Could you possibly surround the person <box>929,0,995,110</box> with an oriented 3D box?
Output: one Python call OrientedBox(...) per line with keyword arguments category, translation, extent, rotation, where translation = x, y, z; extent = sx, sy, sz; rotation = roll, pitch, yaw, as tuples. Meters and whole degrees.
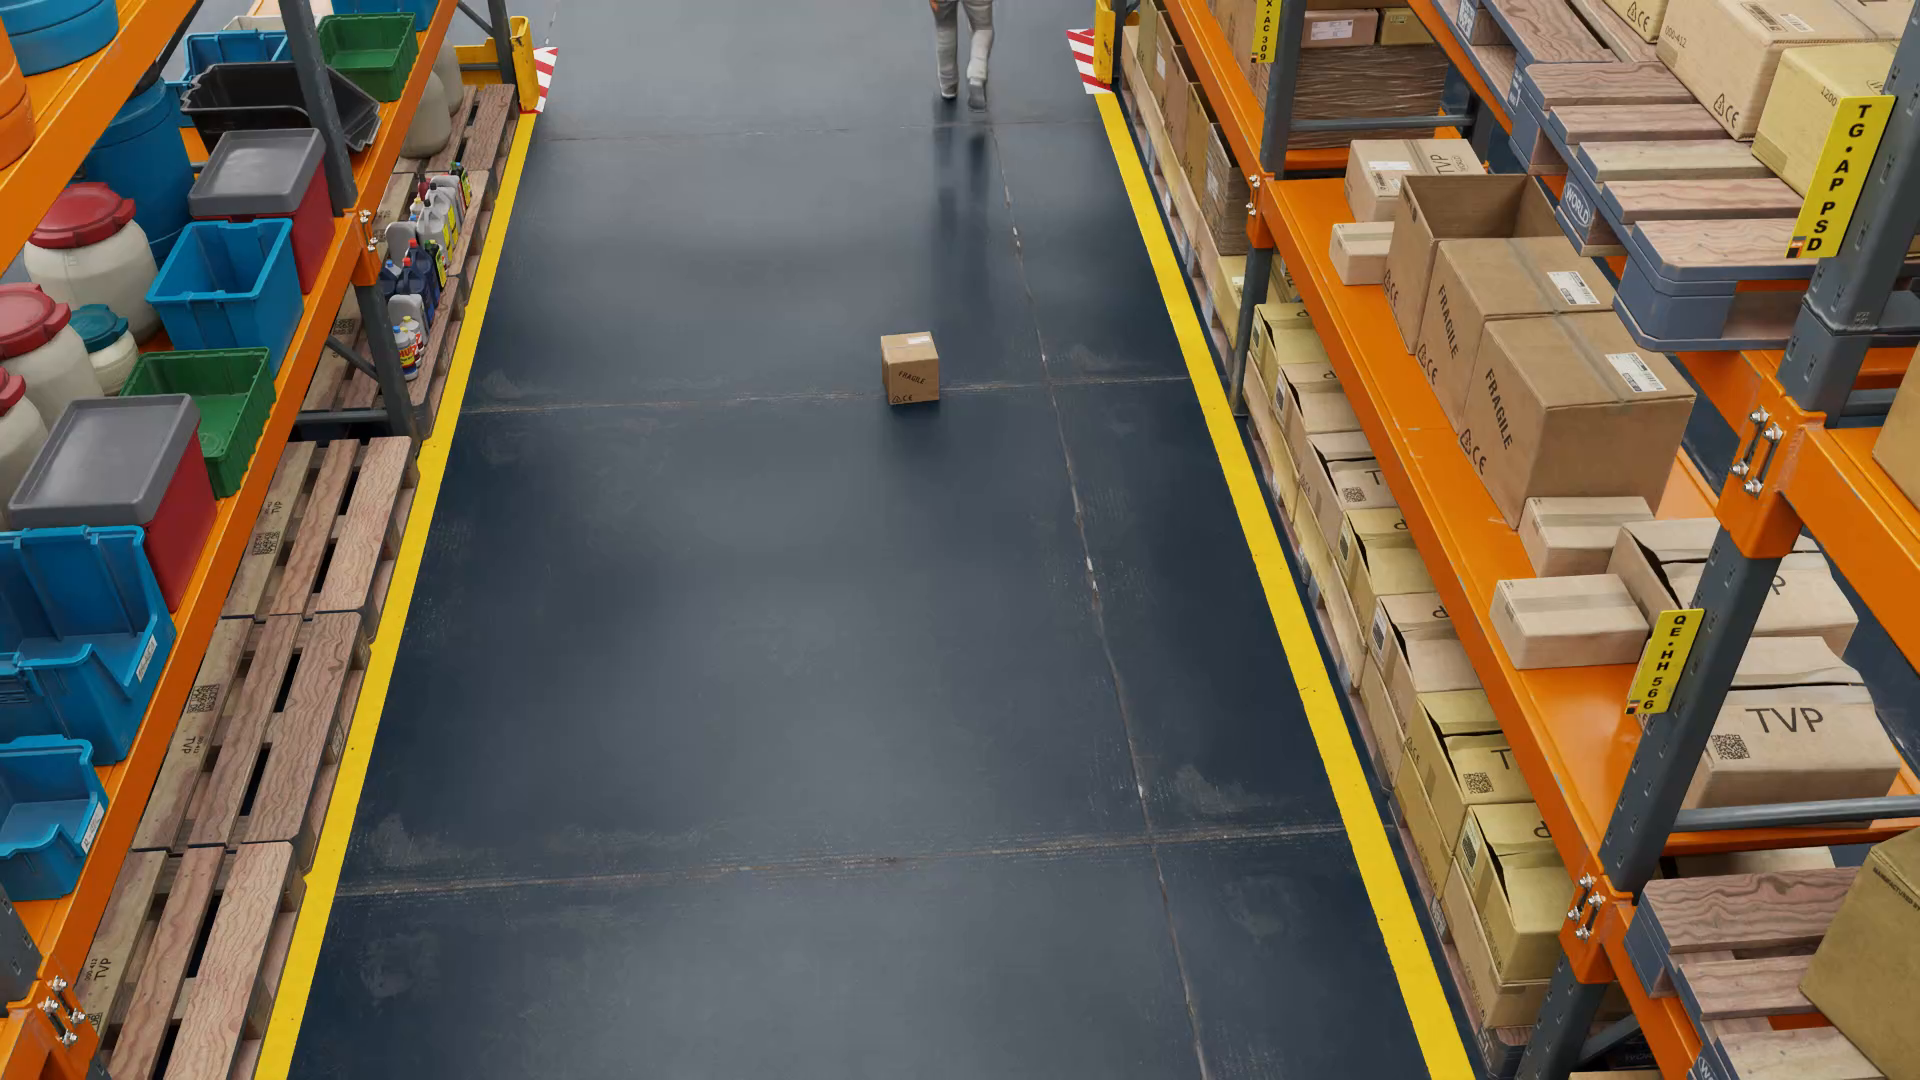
OrientedBox(category="person", translation=(-0.001, -3.499, 10.399), extent=(0.478, 1.638, 0.715), rotation=(2, 39, 2))
